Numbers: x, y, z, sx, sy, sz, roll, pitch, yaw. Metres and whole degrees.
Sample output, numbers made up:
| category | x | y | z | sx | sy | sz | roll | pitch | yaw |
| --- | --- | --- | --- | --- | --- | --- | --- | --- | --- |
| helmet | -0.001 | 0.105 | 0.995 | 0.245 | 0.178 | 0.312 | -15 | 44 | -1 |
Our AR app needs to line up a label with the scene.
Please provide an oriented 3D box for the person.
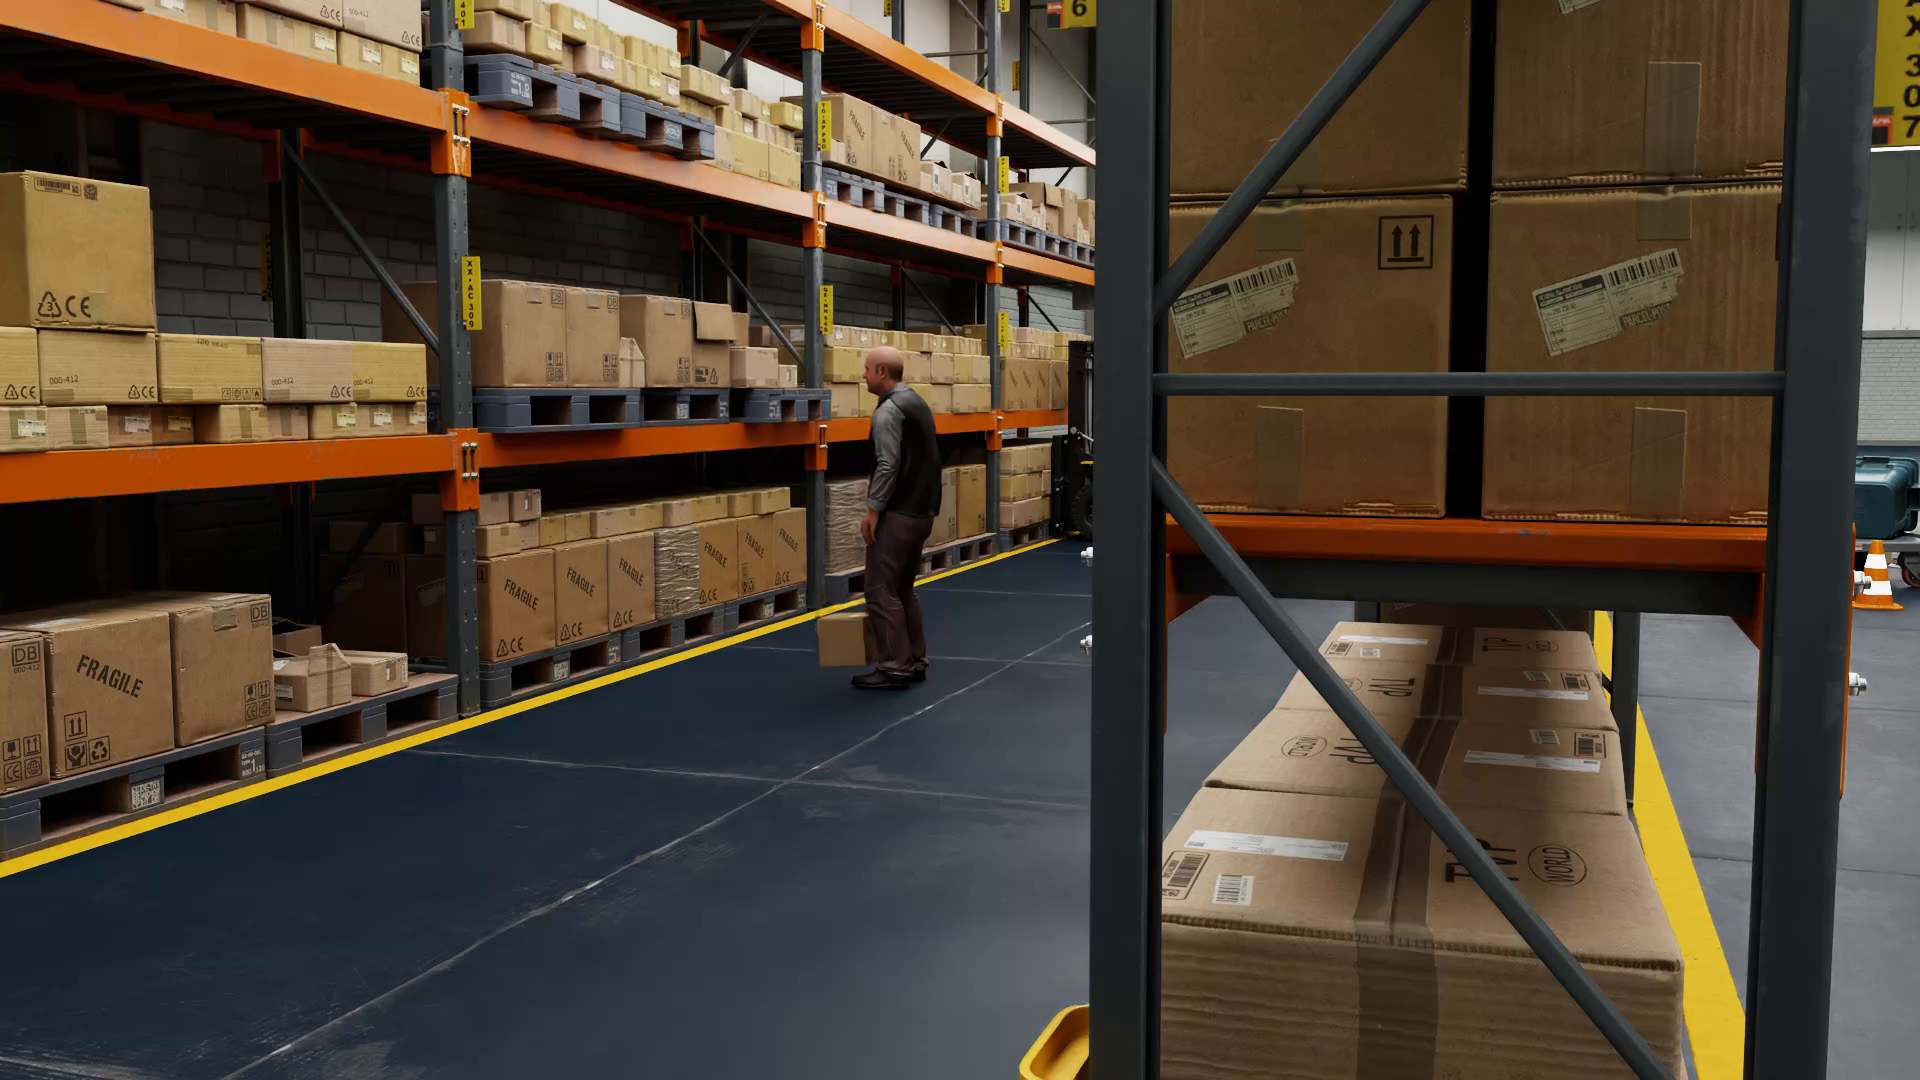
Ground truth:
| category | x | y | z | sx | sy | sz | roll | pitch | yaw |
| --- | --- | --- | --- | --- | --- | --- | --- | --- | --- |
| person | -0.309 | -0.118 | 8.420 | 0.423 | 1.722 | 0.568 | 2 | 5 | 17 |
